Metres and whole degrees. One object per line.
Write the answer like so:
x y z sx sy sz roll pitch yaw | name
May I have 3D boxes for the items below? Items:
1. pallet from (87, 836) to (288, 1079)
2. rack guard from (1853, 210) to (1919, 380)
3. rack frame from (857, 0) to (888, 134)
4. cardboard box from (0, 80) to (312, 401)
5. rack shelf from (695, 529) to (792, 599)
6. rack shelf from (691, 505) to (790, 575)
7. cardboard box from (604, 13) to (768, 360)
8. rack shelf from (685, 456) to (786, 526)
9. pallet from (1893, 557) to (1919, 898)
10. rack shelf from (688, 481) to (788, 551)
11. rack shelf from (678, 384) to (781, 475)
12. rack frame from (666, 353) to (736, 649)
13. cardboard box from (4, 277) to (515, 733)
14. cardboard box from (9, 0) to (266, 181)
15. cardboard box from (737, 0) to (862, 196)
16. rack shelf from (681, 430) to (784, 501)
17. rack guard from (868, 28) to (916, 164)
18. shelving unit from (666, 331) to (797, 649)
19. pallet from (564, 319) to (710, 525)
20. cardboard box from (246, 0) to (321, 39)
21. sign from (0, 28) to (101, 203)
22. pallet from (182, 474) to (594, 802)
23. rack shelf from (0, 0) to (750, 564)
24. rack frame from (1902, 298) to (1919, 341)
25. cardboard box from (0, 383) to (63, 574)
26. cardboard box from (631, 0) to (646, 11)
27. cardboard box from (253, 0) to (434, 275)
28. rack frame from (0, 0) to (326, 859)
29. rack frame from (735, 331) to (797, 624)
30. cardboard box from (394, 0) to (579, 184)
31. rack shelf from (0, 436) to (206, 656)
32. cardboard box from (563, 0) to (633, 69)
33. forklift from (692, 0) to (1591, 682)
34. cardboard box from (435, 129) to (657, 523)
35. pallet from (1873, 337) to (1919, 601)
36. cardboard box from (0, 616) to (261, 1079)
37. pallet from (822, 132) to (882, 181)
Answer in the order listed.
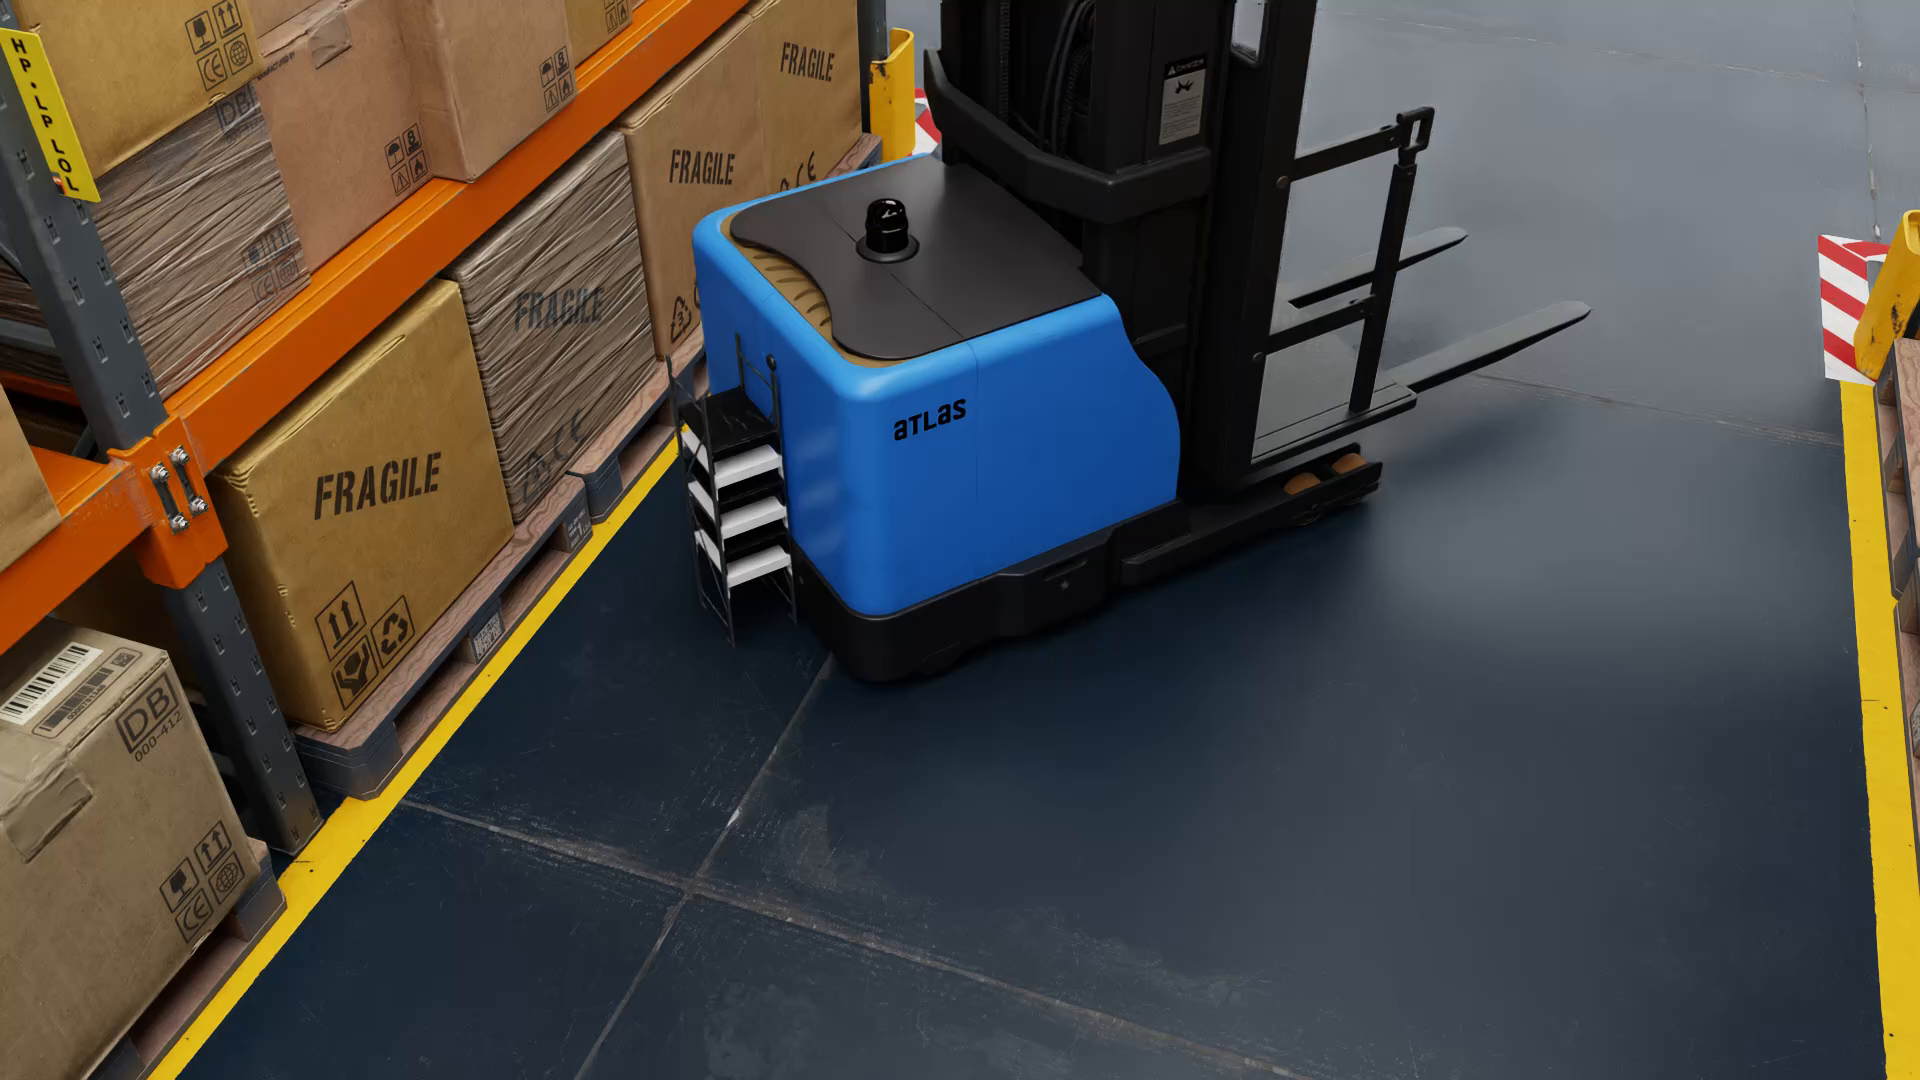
-2.353 1.081 3.820 1.003 0.211 1.213 13 42 15 | pallet
3.808 -0.747 5.741 1.175 0.500 0.348 13 42 15 | rack guard
-0.792 -2.907 6.346 1.000 3.000 0.127 13 42 15 | rack frame
-2.045 -0.752 3.705 0.875 0.550 0.550 13 42 15 | cardboard box
-0.636 0.037 4.841 0.200 0.077 0.258 -21 45 -23 | rack shelf
-0.636 -0.031 4.783 0.200 0.077 0.258 -21 45 -23 | rack shelf
-1.261 -1.293 5.768 0.875 0.875 0.875 13 42 14 | cardboard box
-0.636 -0.168 4.666 0.200 0.077 0.258 -21 45 -23 | rack shelf
3.079 0.592 4.393 1.003 0.211 1.213 13 42 15 | pallet
-0.636 -0.099 4.725 0.200 0.077 0.258 -21 45 -23 | rack shelf
-0.636 -0.305 4.549 0.200 0.077 0.258 -21 45 -23 | rack shelf
-0.723 -0.091 4.663 0.006 0.900 0.240 -21 45 -23 | rack frame
-1.879 -0.187 4.471 0.875 0.875 0.875 14 42 16 | cardboard box
-2.001 -1.152 3.342 0.875 0.550 0.550 13 42 15 | cardboard box
-0.962 -1.830 6.397 0.875 0.875 0.875 14 42 15 | cardboard box
-0.636 -0.236 4.608 0.200 0.077 0.258 -21 45 -23 | rack shelf
-0.784 -1.971 7.175 1.175 0.500 0.348 13 42 15 | rack guard
-0.636 -0.125 4.703 0.210 0.900 0.258 -21 45 -23 | shelving unit
-1.411 -0.599 5.790 1.003 0.211 1.213 13 42 15 | pallet
-1.922 -1.514 3.766 0.875 0.550 0.550 13 42 15 | cardboard box
-1.647 -0.763 3.002 0.100 0.325 0.005 13 42 15 | sign
-1.826 0.147 4.915 1.003 0.211 1.213 13 42 15 | pallet
-1.476 -1.413 5.150 1.077 0.370 4.000 13 42 15 | rack shelf
3.834 -1.744 4.984 1.000 3.000 0.127 13 42 15 | rack frame
-2.087 -0.128 3.011 0.500 0.500 0.500 13 42 15 | cardboard box
-1.353 -2.074 5.254 0.875 0.550 0.550 13 42 15 | cardboard box
-1.878 -1.092 4.104 0.875 0.550 0.550 13 42 15 | cardboard box
-2.160 -0.467 3.487 1.000 3.000 0.127 13 42 15 | rack frame
-0.549 -0.159 4.743 0.006 0.900 0.240 -21 45 -23 | rack frame
-1.583 -1.396 4.459 0.875 0.550 0.550 13 42 15 | cardboard box
-2.844 1.026 2.290 1.077 0.370 4.000 13 42 15 | rack shelf
-1.496 -1.741 4.864 0.875 0.550 0.500 13 42 15 | cardboard box
0.760 -1.435 4.674 3.031 2.935 1.130 -21 45 -23 | forklift
-1.574 -0.737 5.117 0.875 0.875 0.875 14 42 15 | cardboard box
3.497 -0.150 5.263 1.003 0.211 1.213 13 42 15 | pallet
-2.287 0.627 3.613 1.050 0.750 0.750 13 42 15 | cardboard box
-0.992 -1.341 6.659 1.003 0.211 1.213 13 42 15 | pallet
